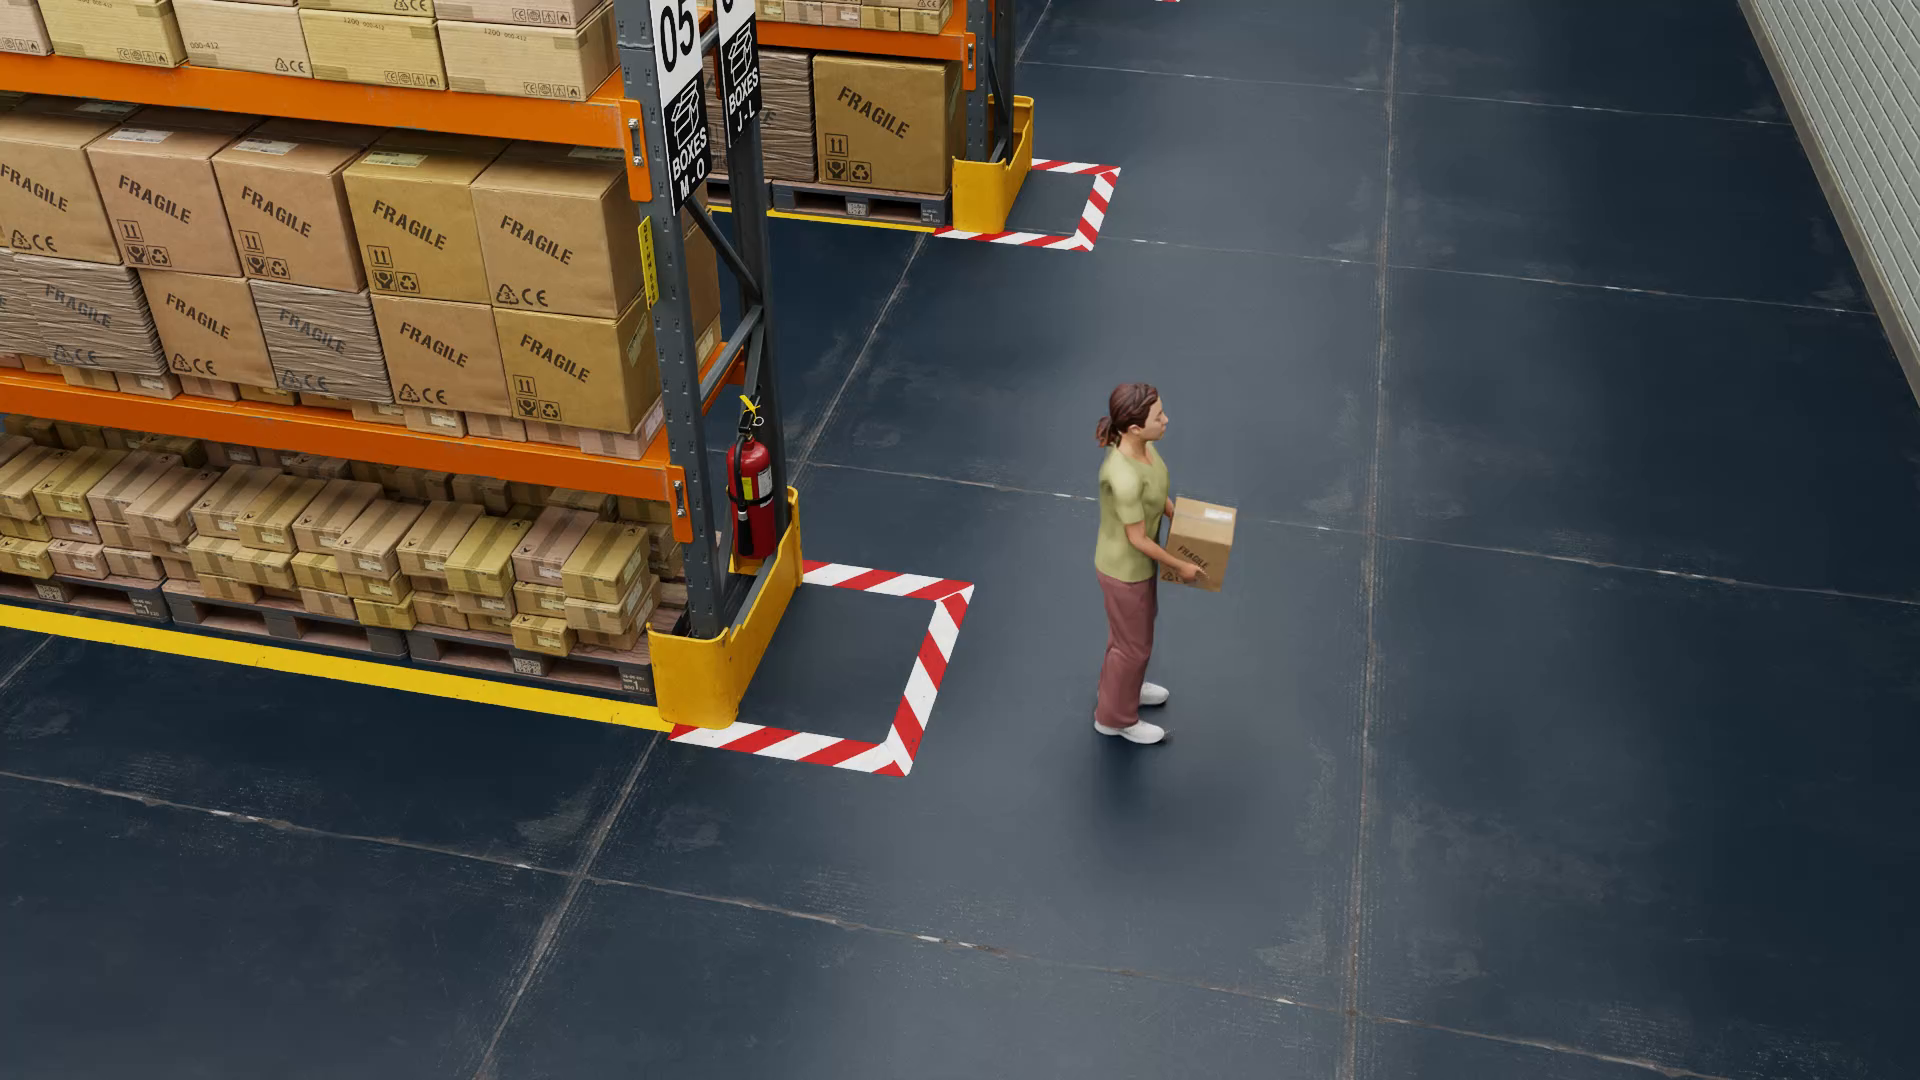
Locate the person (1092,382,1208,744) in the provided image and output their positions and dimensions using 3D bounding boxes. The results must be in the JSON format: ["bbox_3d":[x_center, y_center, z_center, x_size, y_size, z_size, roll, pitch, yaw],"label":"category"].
[{"bbox_3d":[0.768,0.095,6.837,0.511,1.673,0.456,7,37,10],"label":"person"}]
